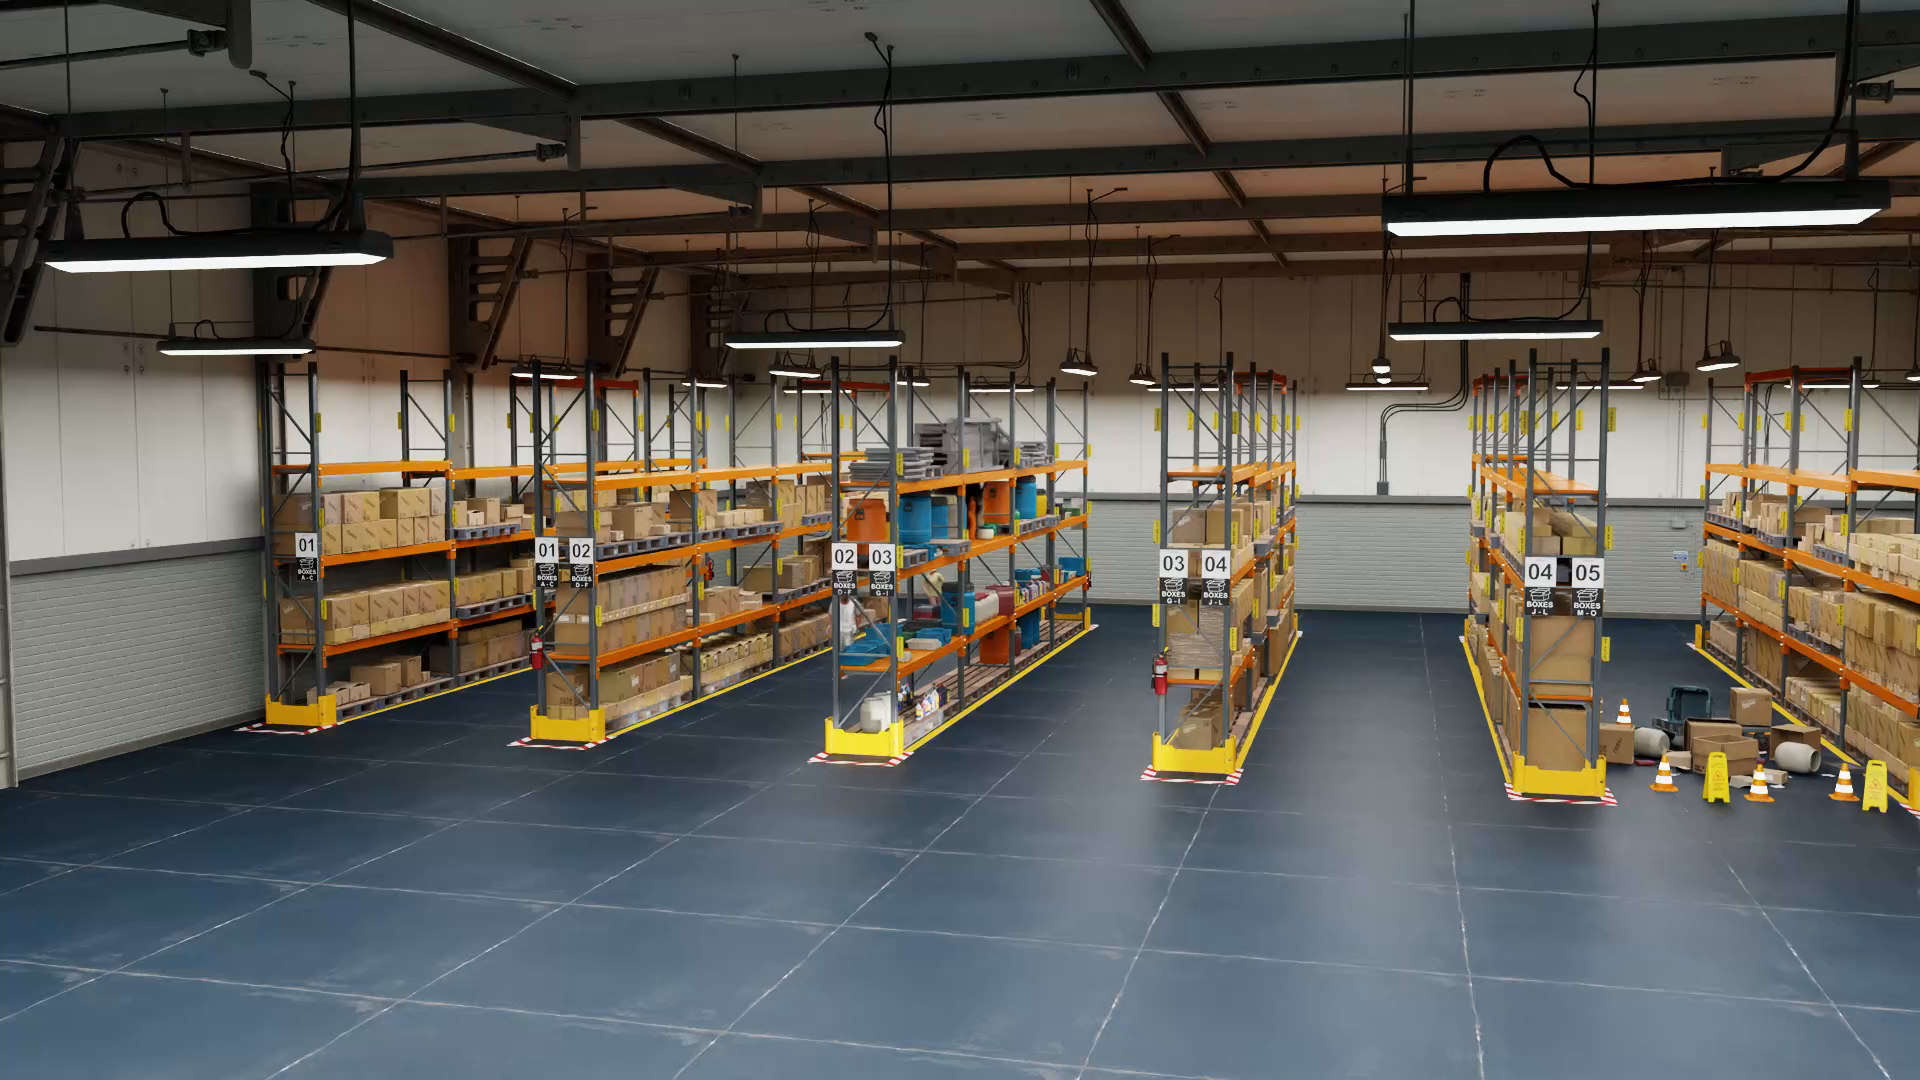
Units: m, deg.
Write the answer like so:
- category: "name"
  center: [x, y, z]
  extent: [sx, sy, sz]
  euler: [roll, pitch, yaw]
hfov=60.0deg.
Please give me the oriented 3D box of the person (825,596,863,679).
- category: "person"
  center: [-2.123, 1.687, 30.725]
  extent: [0.659, 1.740, 0.639]
  euler: [1, 4, 8]

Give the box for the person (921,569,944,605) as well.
- category: "person"
  center: [-0.639, 1.358, 40.370]
  extent: [0.587, 1.600, 0.532]
  euler: [0, 4, -3]
